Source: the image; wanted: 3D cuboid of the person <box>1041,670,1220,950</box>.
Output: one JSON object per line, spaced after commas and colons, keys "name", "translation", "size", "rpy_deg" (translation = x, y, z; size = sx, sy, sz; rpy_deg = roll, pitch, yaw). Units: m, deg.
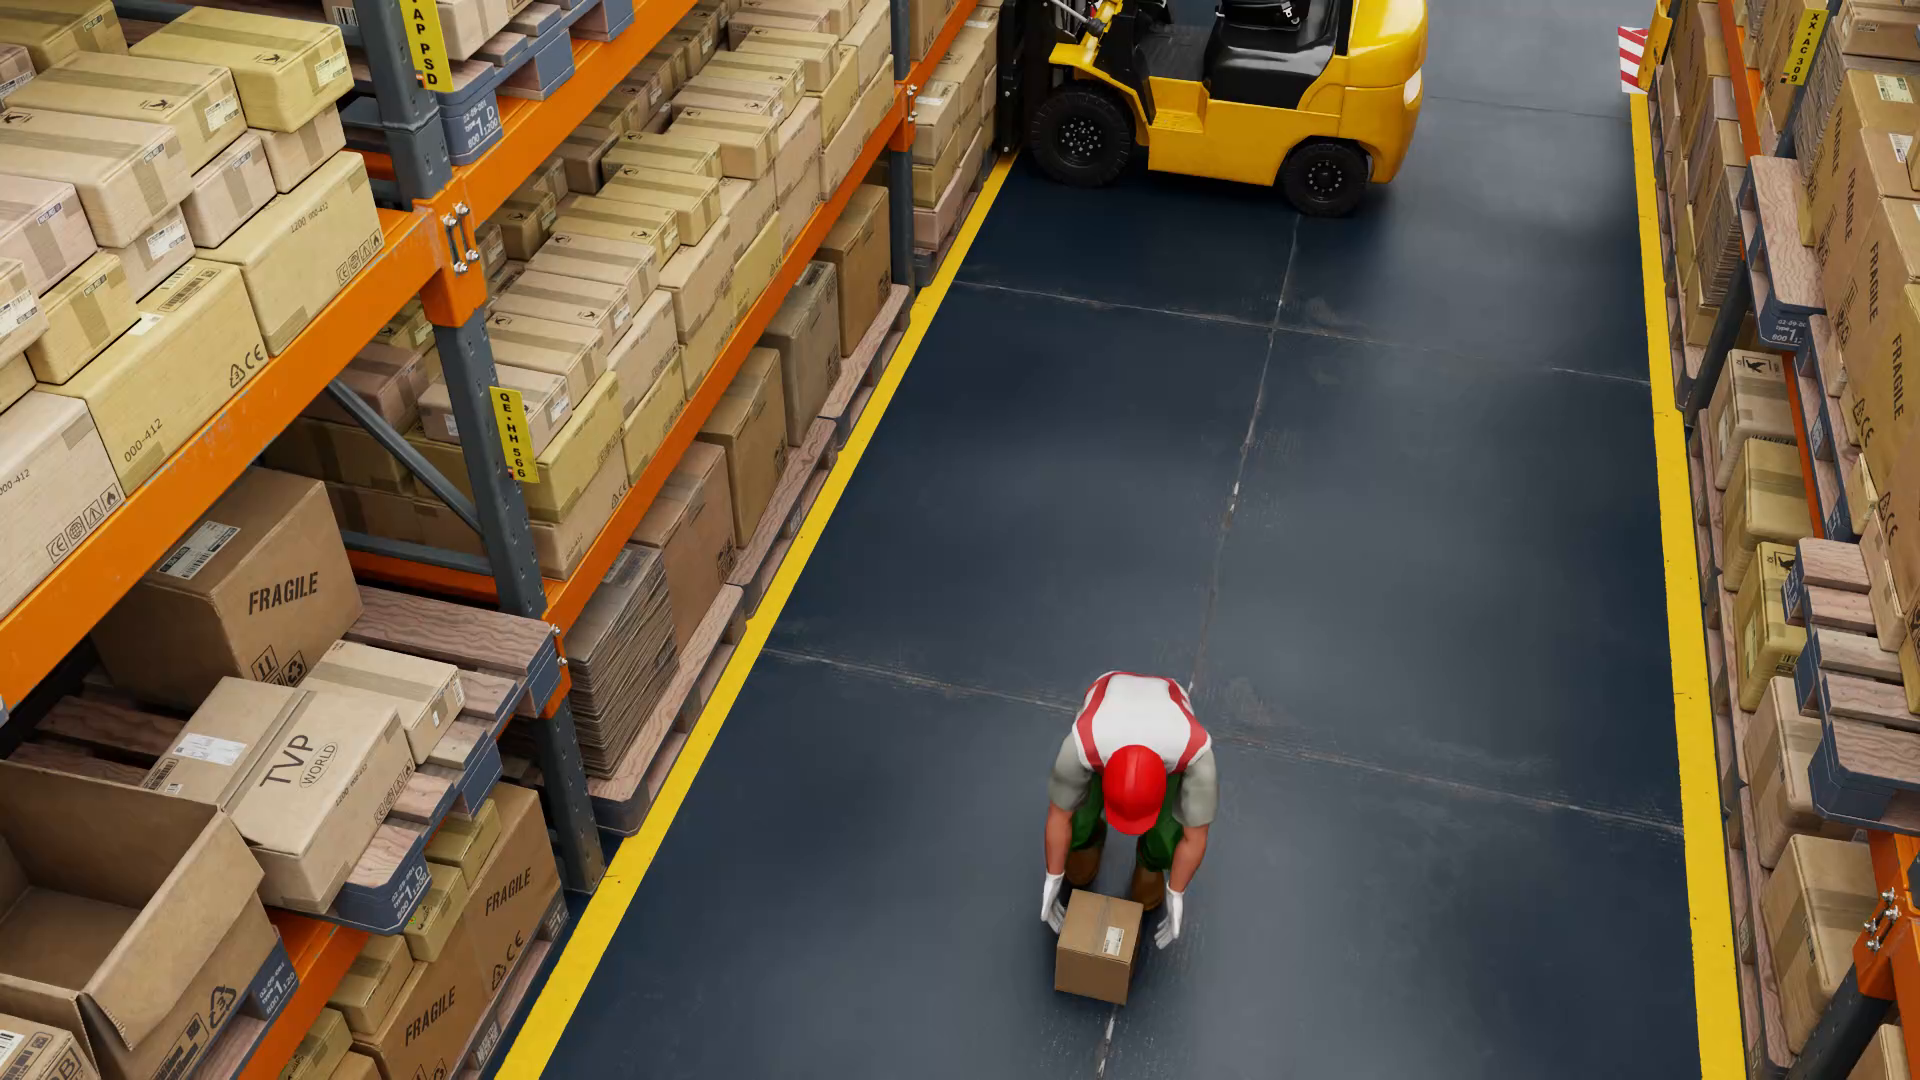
{"name": "person", "translation": [0.597, 0.862, 5.693], "size": [0.579, 1.065, 0.870], "rpy_deg": [10, 42, 11]}
